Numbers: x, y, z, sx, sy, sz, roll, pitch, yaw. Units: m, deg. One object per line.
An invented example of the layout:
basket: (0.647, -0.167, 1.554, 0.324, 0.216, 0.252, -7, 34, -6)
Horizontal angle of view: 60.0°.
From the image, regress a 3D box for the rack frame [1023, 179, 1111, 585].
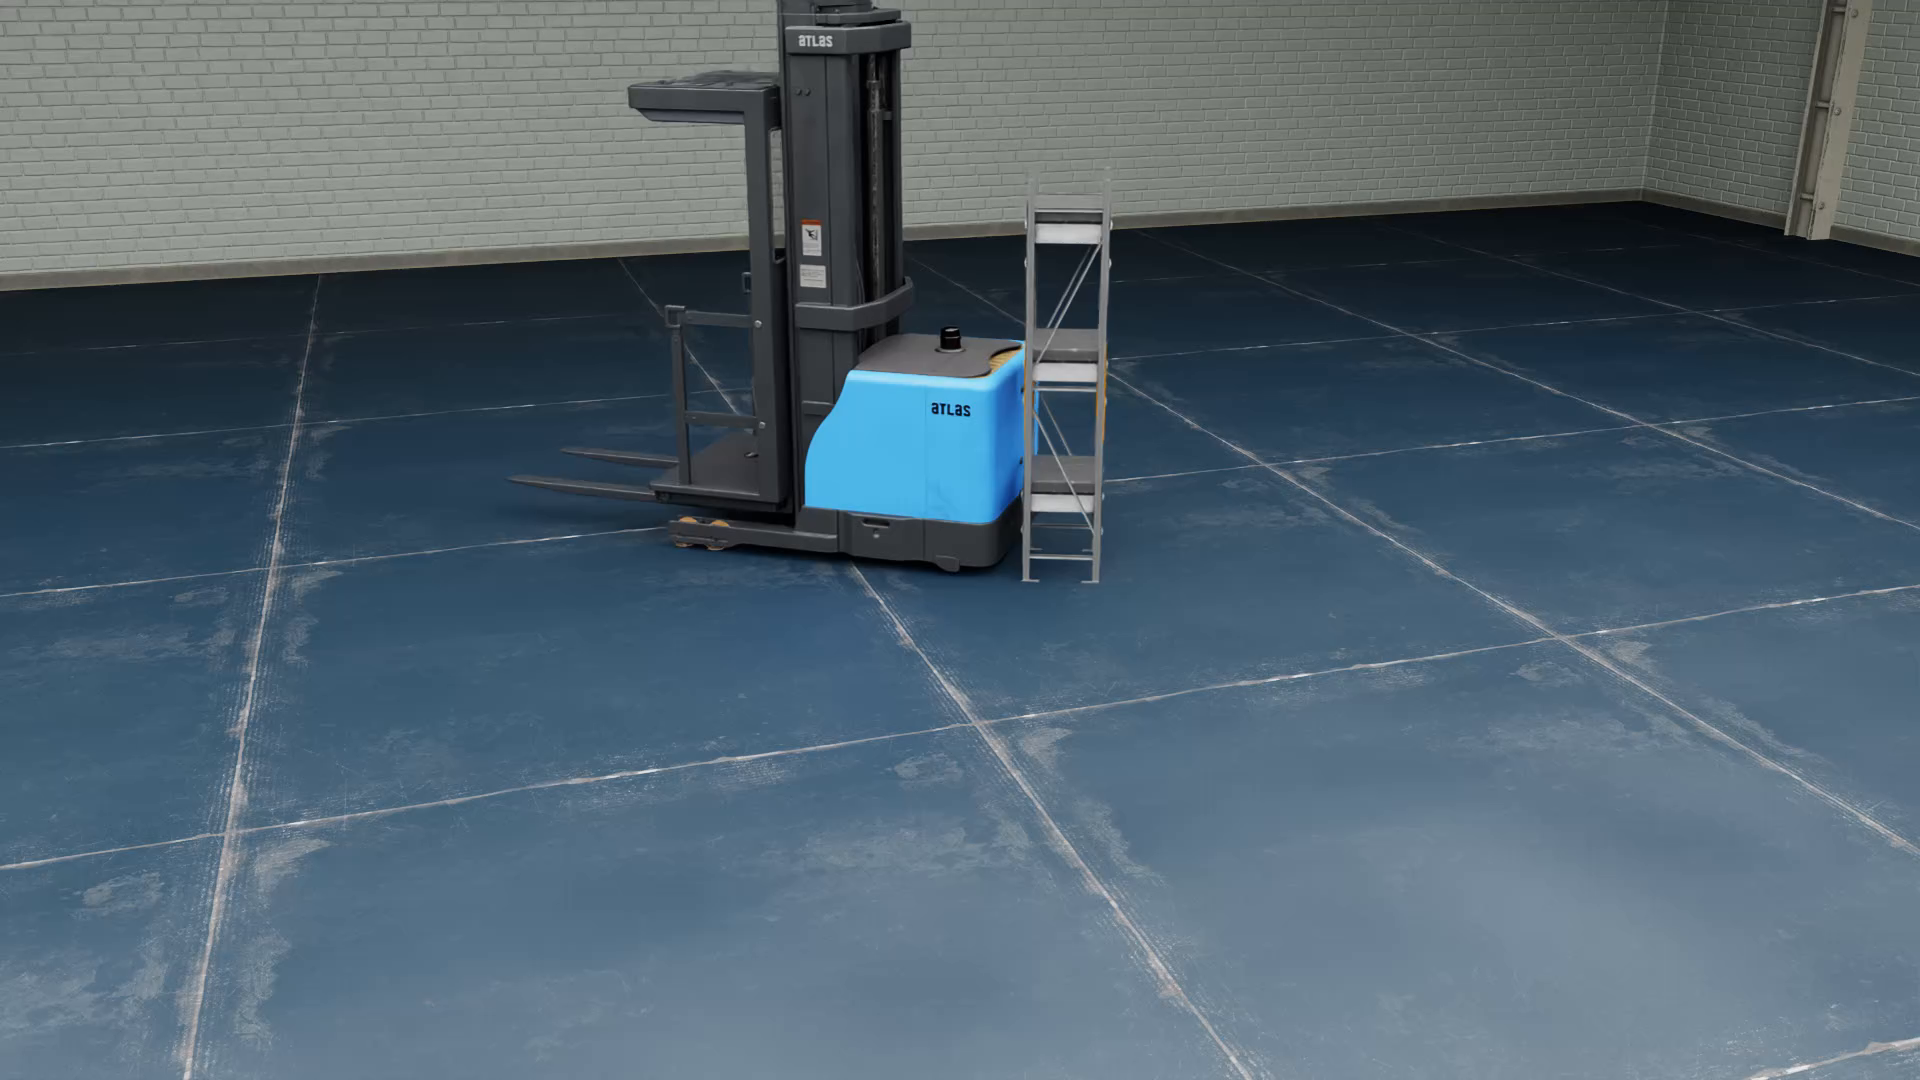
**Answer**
rack frame: (0.532, -0.761, 8.430, 0.400, 2.100, 0.015, 2, 20, 4)

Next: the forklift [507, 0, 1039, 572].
forklift: (-1.117, -1.481, 9.203, 3.031, 2.935, 1.130, 6, 21, 16)

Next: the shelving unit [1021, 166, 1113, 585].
shelving unit: (0.552, -0.844, 8.659, 0.431, 2.100, 0.503, 2, 20, 4)

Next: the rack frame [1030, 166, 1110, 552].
rack frame: (0.571, -0.926, 8.888, 0.400, 2.100, 0.015, 2, 20, 4)

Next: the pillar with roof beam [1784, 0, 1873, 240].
pillar with roof beam: (5.666, -7.271, 16.348, 9.100, 9.000, 0.400, -6, 21, -17)

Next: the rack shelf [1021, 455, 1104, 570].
rack shelf: (0.552, -0.172, 8.900, 0.431, 0.518, 0.480, 2, 20, 4)

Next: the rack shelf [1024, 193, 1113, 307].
rack shelf: (0.552, -1.490, 8.427, 0.431, 0.518, 0.480, 2, 20, 4)

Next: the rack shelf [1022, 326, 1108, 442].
rack shelf: (0.552, -0.831, 8.663, 0.431, 0.518, 0.480, 2, 20, 4)
